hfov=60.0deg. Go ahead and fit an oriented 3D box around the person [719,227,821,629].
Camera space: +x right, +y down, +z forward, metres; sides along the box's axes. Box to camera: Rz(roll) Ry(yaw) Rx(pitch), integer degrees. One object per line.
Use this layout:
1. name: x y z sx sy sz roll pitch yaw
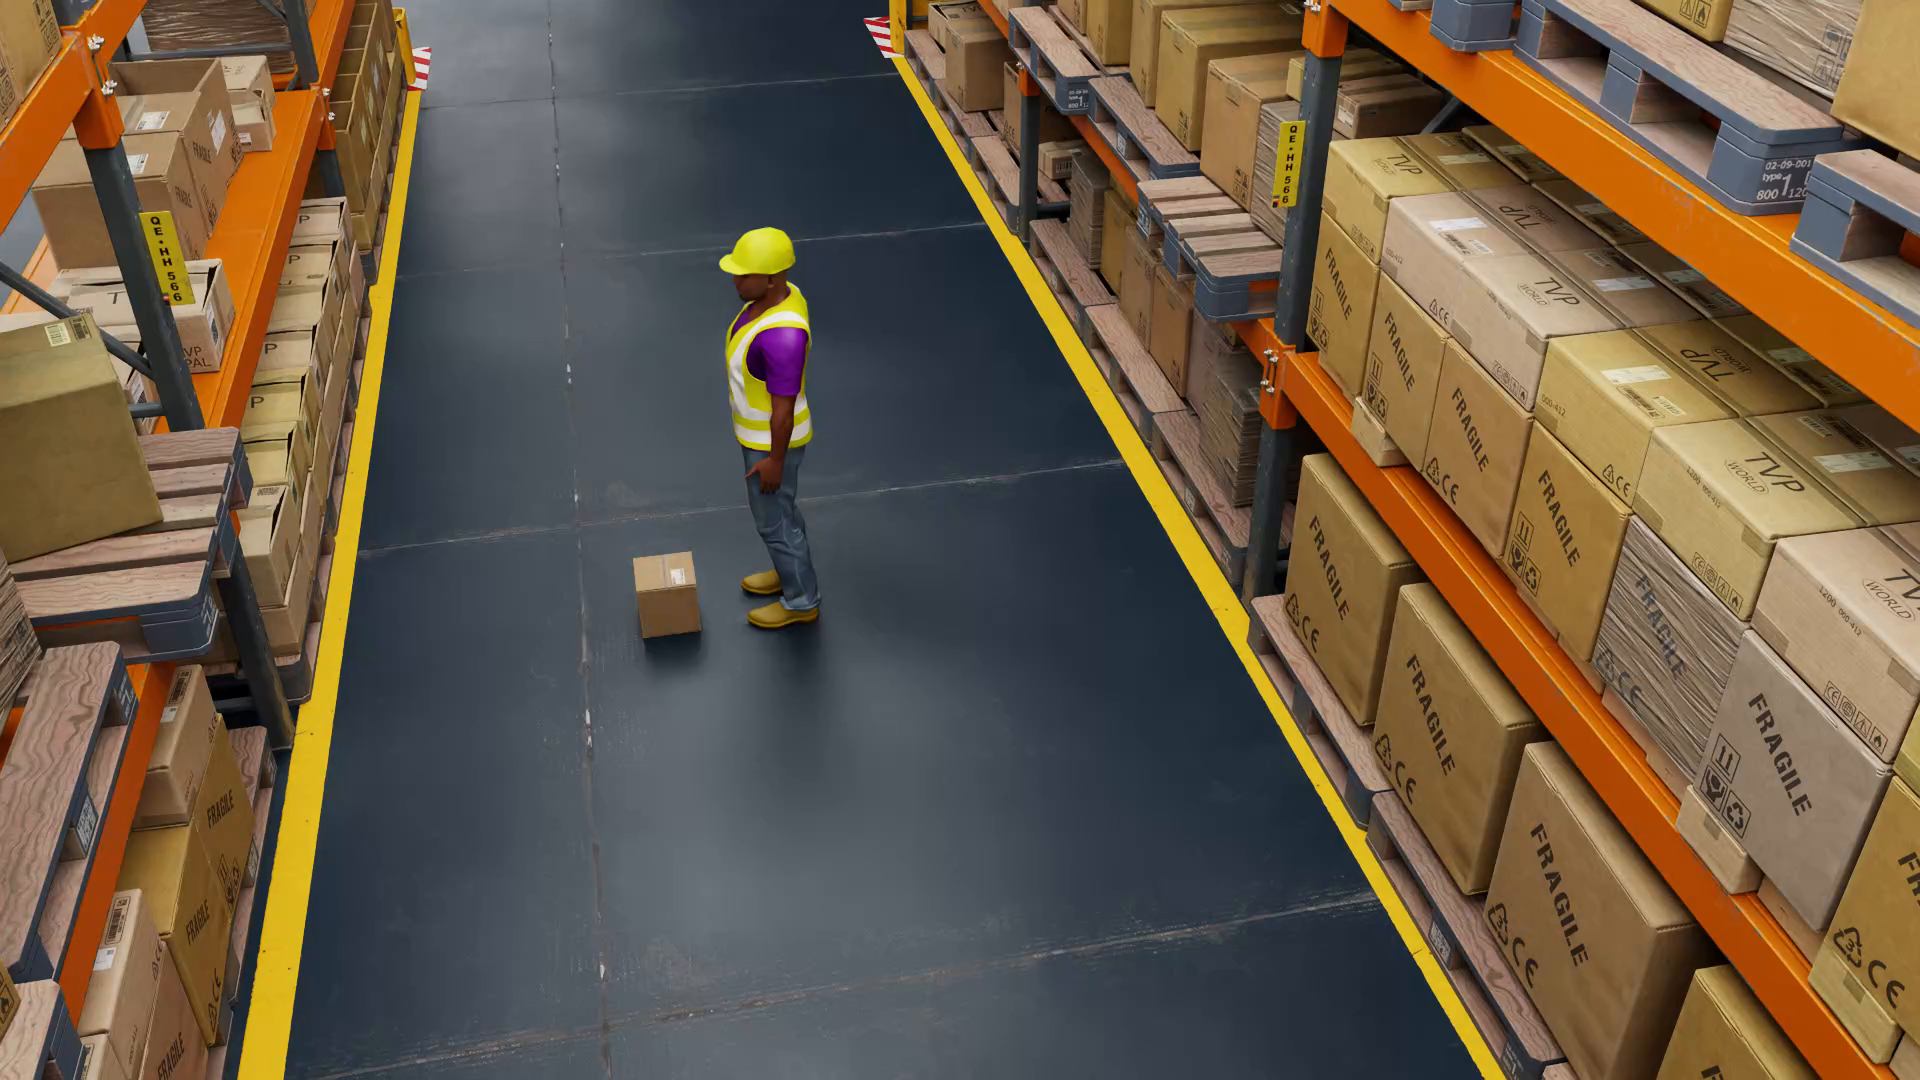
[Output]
1. person: -0.764 -0.445 6.780 0.354 1.761 0.563 -6 35 -9
